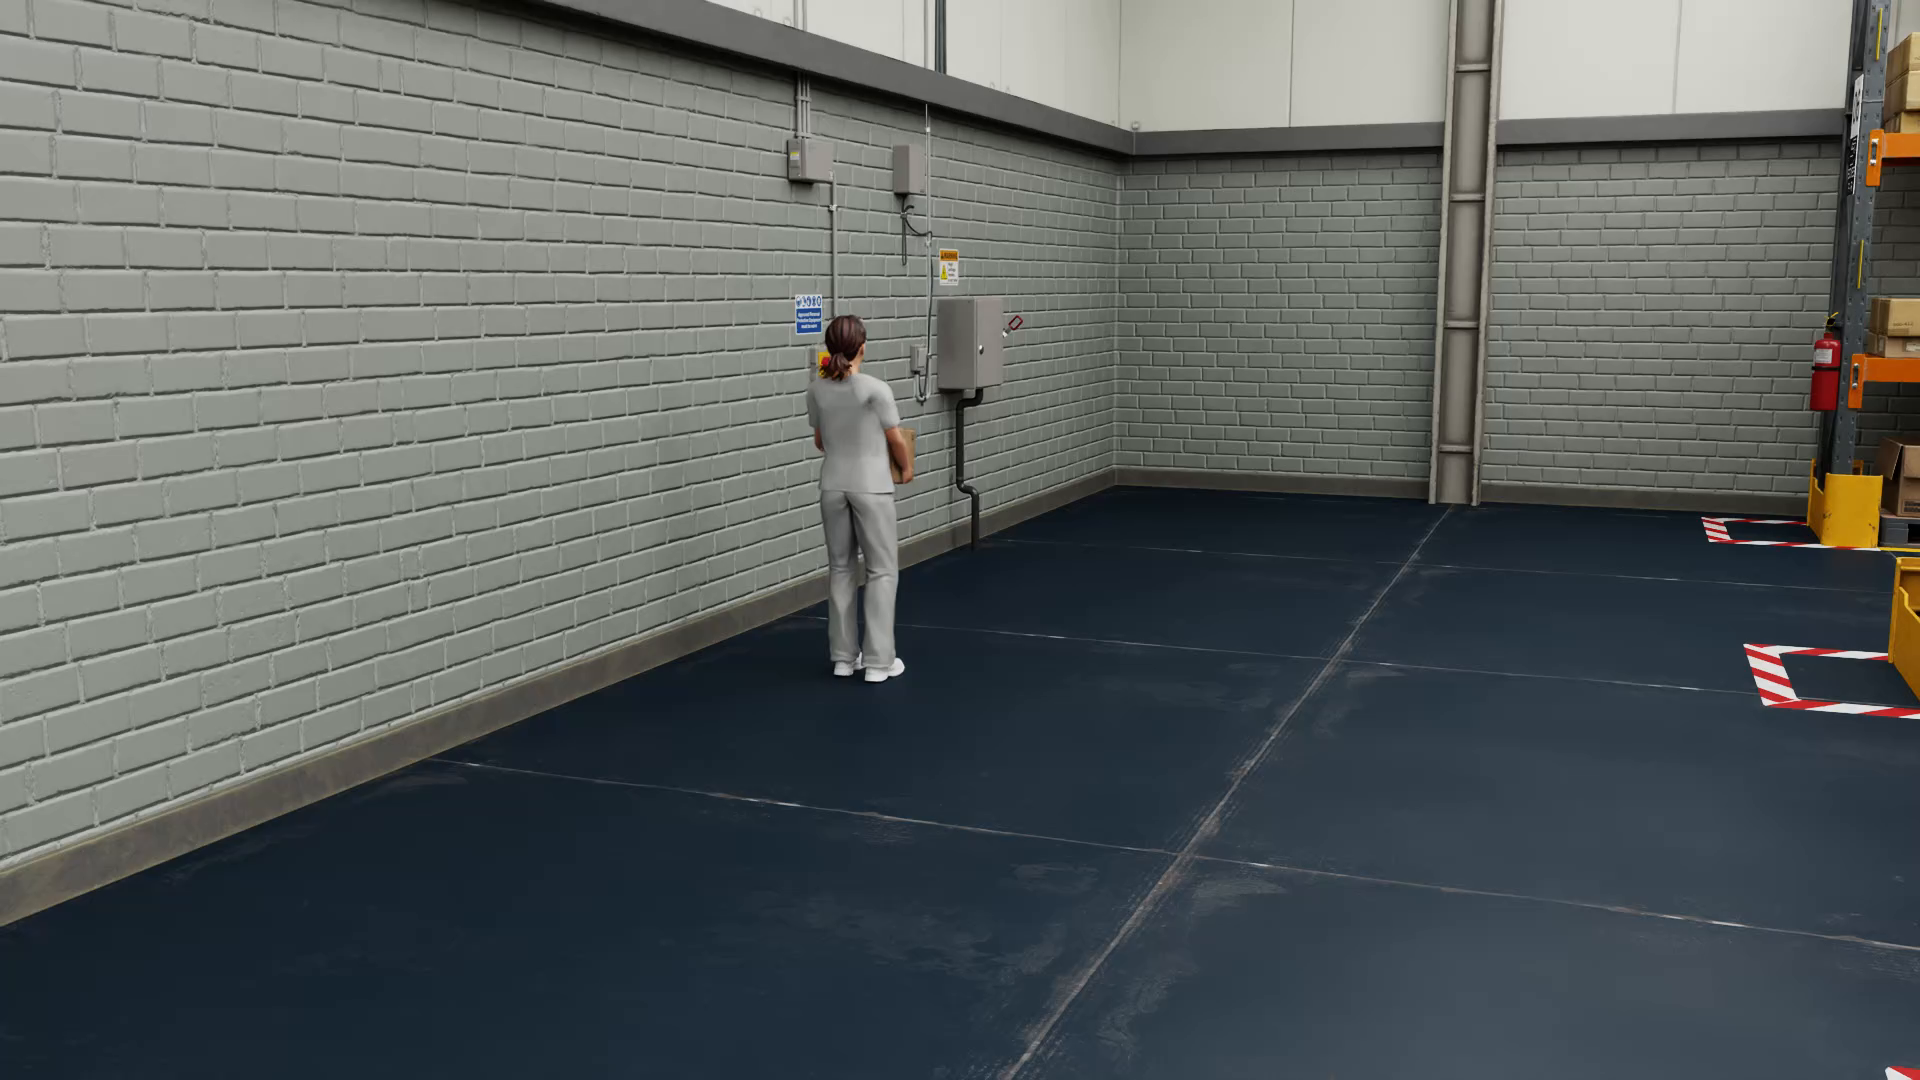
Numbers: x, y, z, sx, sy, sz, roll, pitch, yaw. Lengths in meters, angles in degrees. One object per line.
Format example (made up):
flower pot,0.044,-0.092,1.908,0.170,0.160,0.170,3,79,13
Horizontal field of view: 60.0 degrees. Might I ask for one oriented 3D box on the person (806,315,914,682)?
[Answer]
person,-0.454,-0.199,7.667,0.447,1.667,0.548,3,9,21
